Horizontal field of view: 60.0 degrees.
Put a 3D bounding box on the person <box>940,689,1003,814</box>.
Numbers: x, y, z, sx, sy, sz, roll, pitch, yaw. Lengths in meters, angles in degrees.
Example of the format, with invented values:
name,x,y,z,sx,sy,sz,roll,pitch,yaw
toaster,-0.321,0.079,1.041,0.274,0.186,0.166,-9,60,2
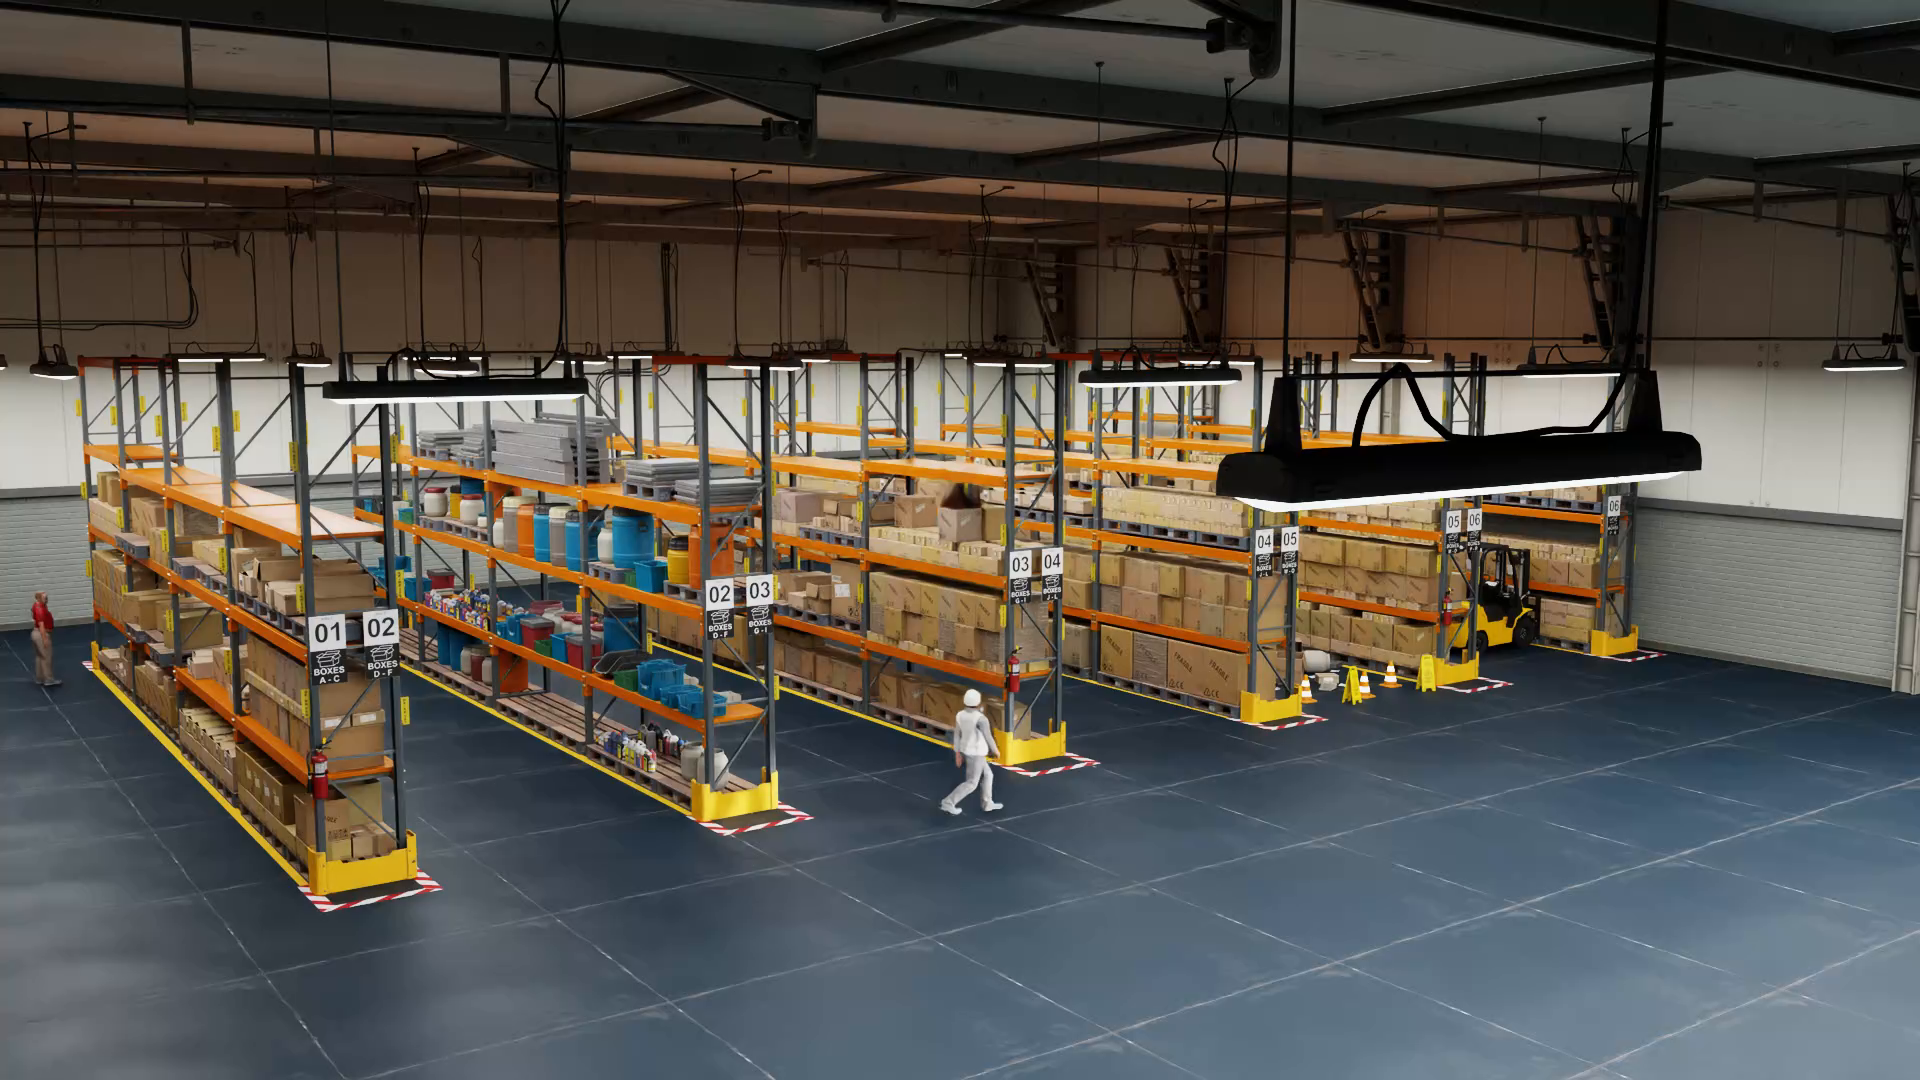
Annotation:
name,x,y,z,sx,sy,sz,roll,pitch,yaw
person,0.170,2.815,22.052,0.956,1.720,0.487,-3,7,-20

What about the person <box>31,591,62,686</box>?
name,x,y,z,sx,sy,sz,roll,pitch,yaw
person,-16.708,1.784,30.372,0.432,1.727,0.606,-5,9,-37
